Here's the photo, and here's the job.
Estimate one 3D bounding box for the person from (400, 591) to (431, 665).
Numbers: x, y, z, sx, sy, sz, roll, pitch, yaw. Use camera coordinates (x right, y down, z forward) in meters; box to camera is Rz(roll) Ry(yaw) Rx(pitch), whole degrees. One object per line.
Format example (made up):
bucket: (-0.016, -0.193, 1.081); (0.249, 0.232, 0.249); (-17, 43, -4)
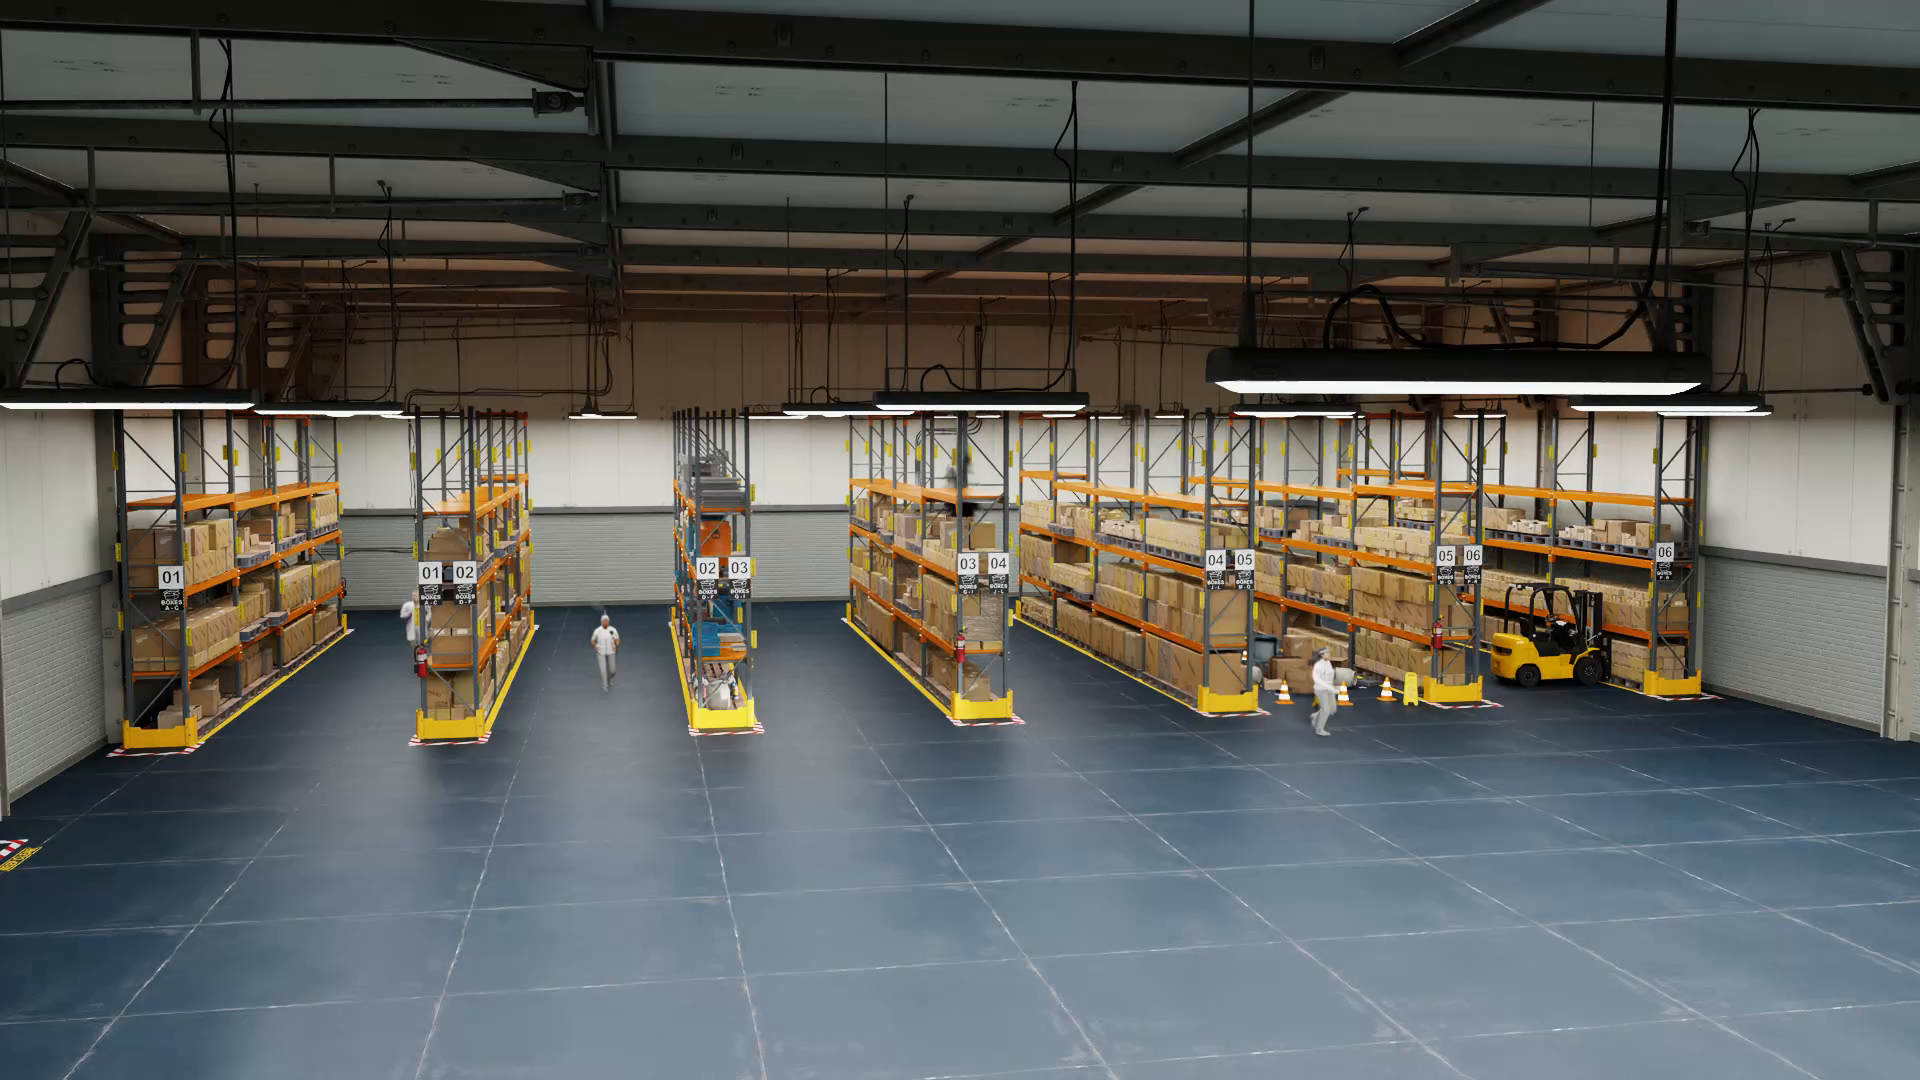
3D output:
person: (-12.600, 2.089, 38.532); (0.692, 1.841, 0.842); (-1, 4, -16)

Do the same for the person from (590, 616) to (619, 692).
person: (-7.524, 2.413, 35.286); (0.605, 1.602, 0.558); (-1, 4, -18)

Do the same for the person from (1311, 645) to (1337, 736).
person: (6.658, 2.740, 30.363); (0.540, 1.646, 0.663); (3, 5, 40)
